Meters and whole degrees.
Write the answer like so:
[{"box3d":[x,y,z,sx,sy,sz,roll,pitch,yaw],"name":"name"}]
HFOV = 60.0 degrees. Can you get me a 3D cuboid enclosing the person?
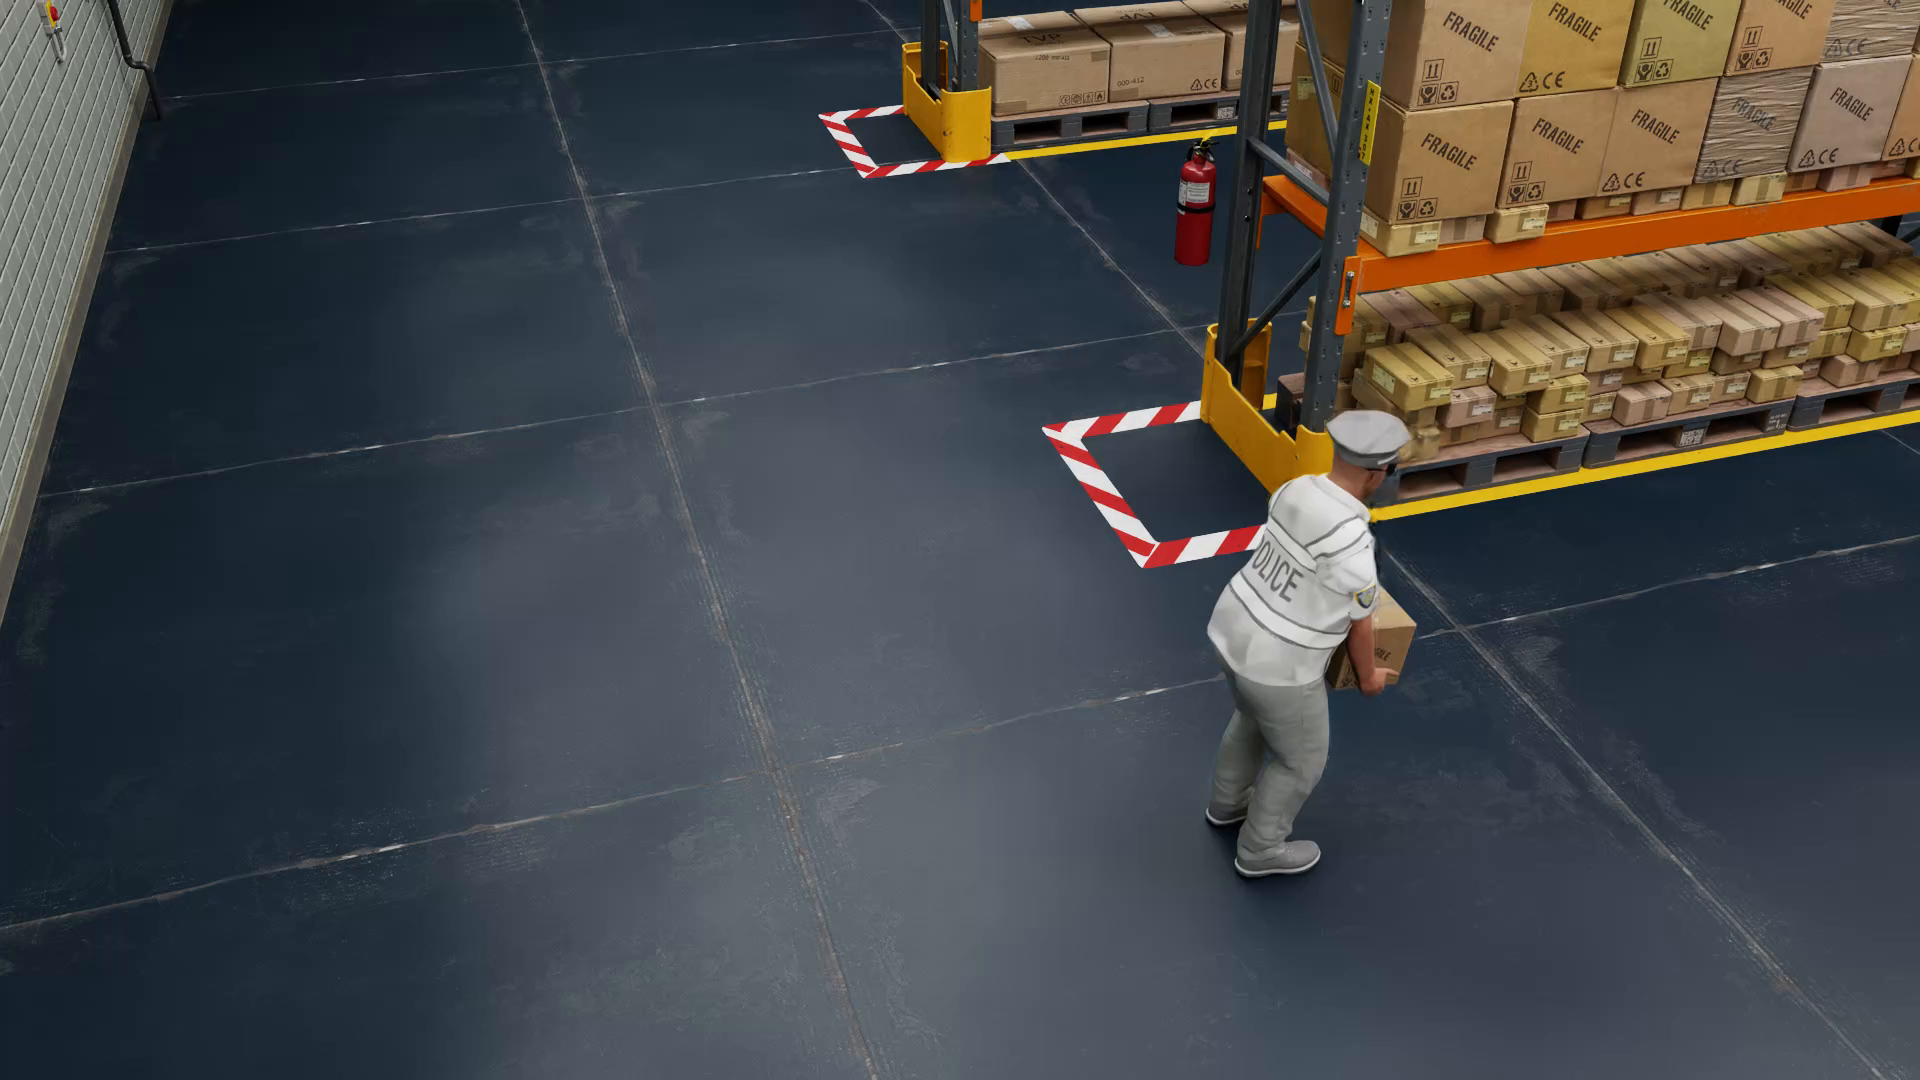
[{"box3d":[1.149,0.368,5.635,0.615,1.703,0.475,-11,35,-15],"name":"person"}]
